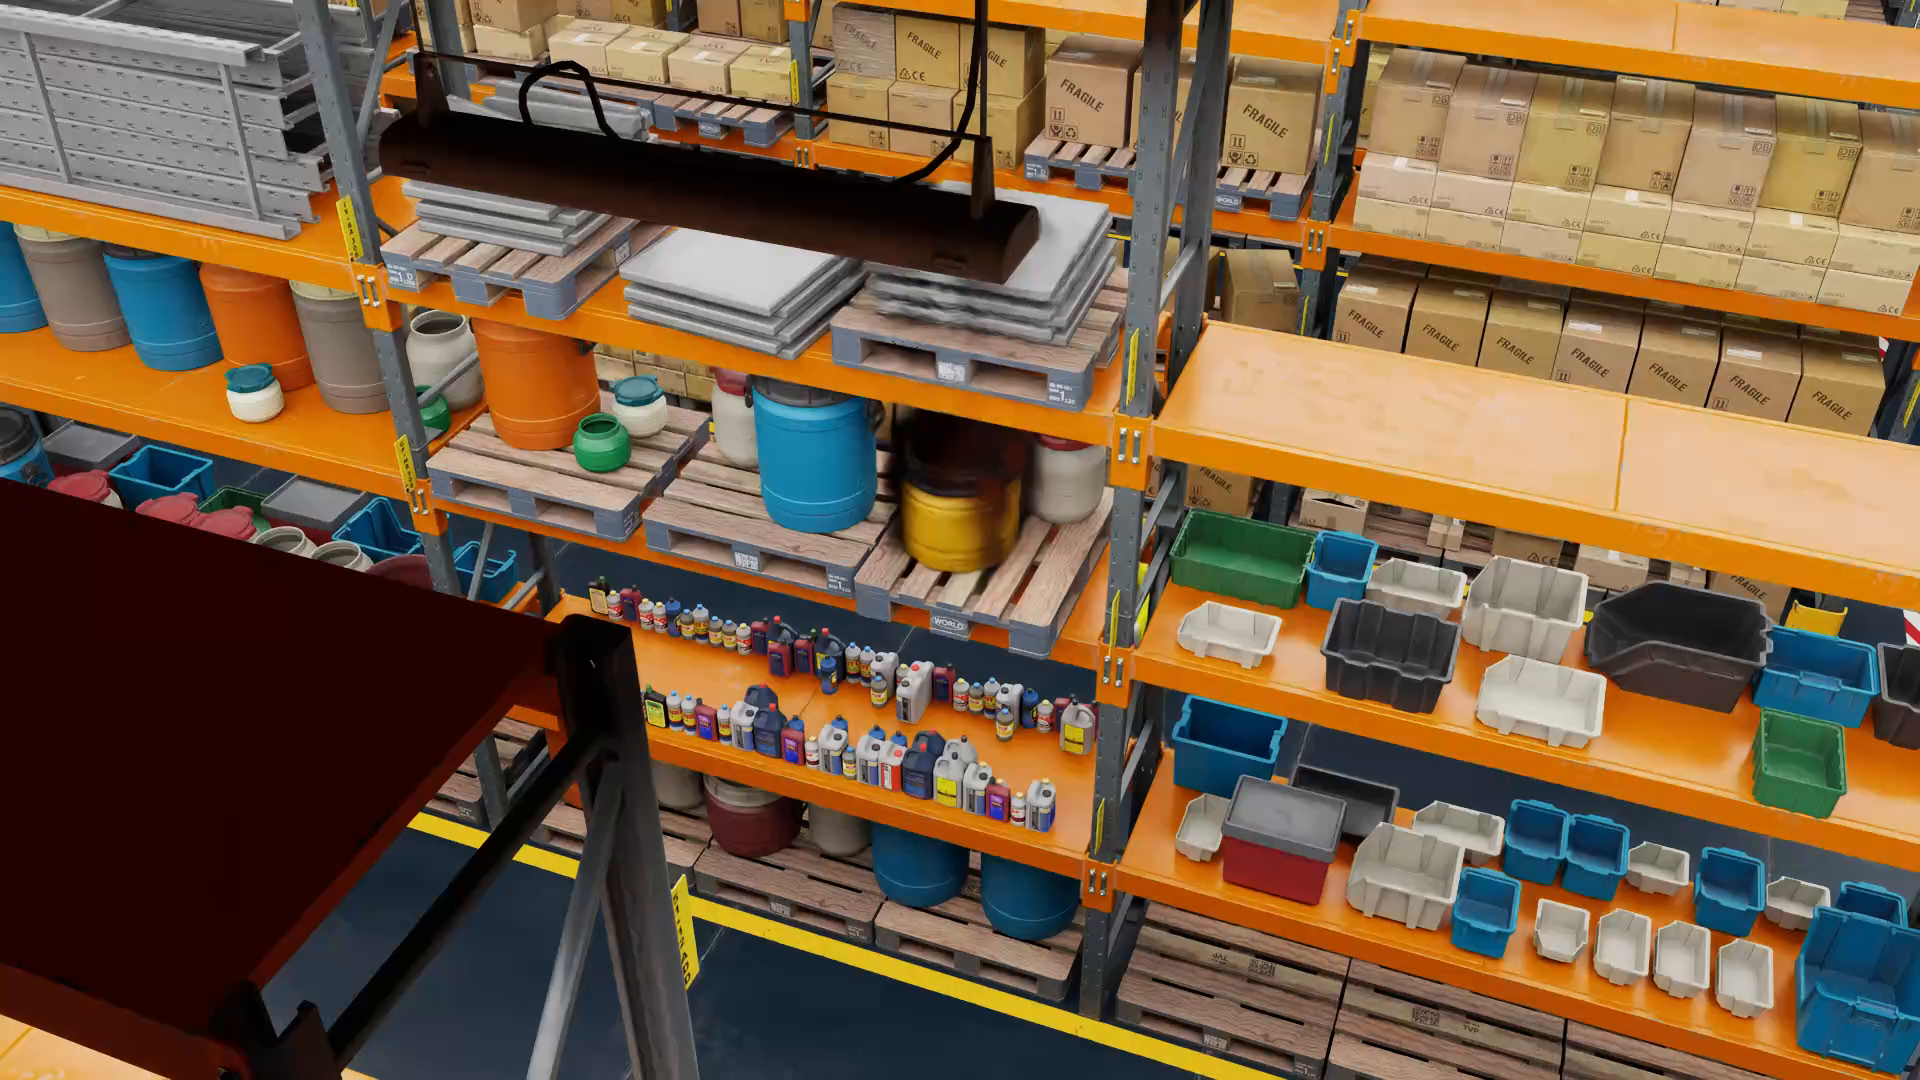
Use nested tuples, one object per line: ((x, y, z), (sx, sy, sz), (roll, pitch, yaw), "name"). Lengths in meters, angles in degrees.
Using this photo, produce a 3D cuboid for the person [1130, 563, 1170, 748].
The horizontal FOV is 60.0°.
((1.147, 0.804, 10.874), (0.773, 1.704, 0.712), (24, 43, 29), "person")
